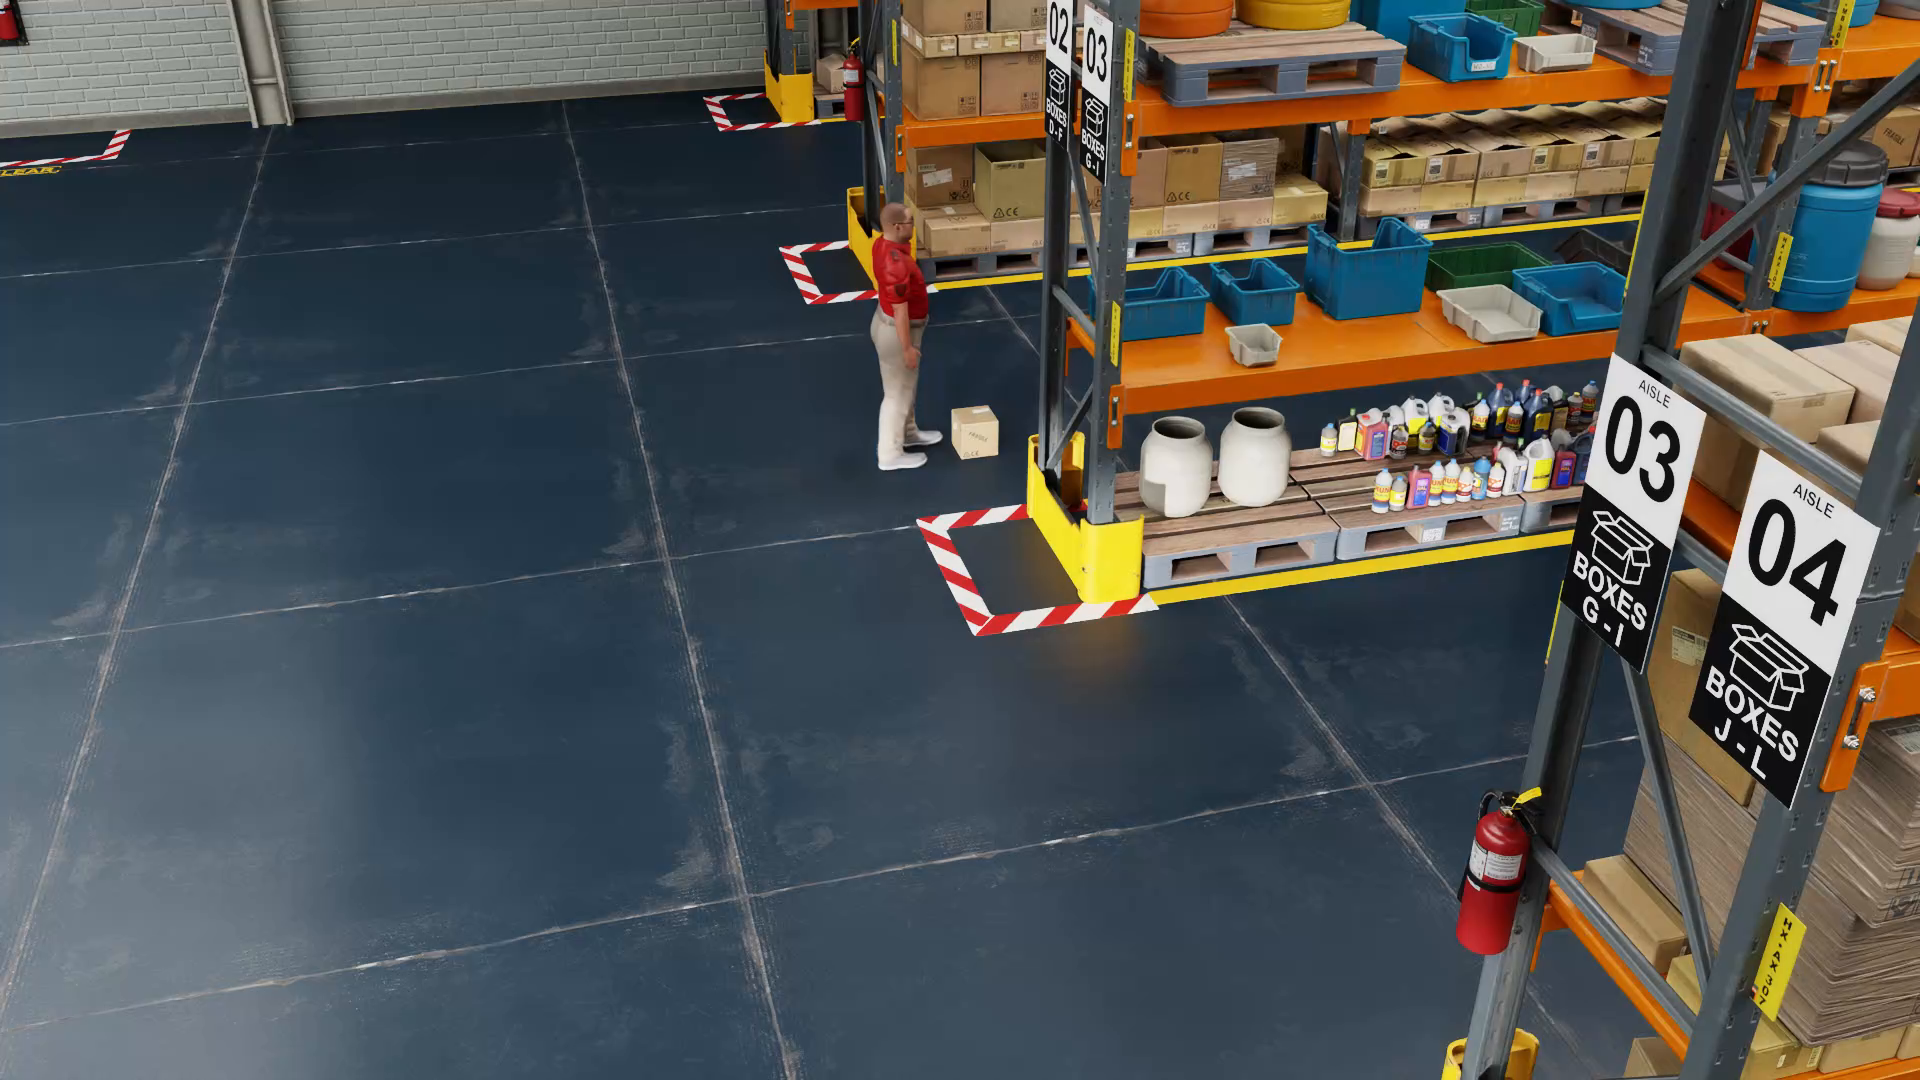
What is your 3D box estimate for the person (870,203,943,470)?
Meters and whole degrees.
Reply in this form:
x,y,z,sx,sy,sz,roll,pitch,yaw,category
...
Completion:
x,y,z,sx,sy,sz,roll,pitch,yaw,category
-0.319,-1.302,10.500,0.494,1.724,0.533,-7,31,-12,person
